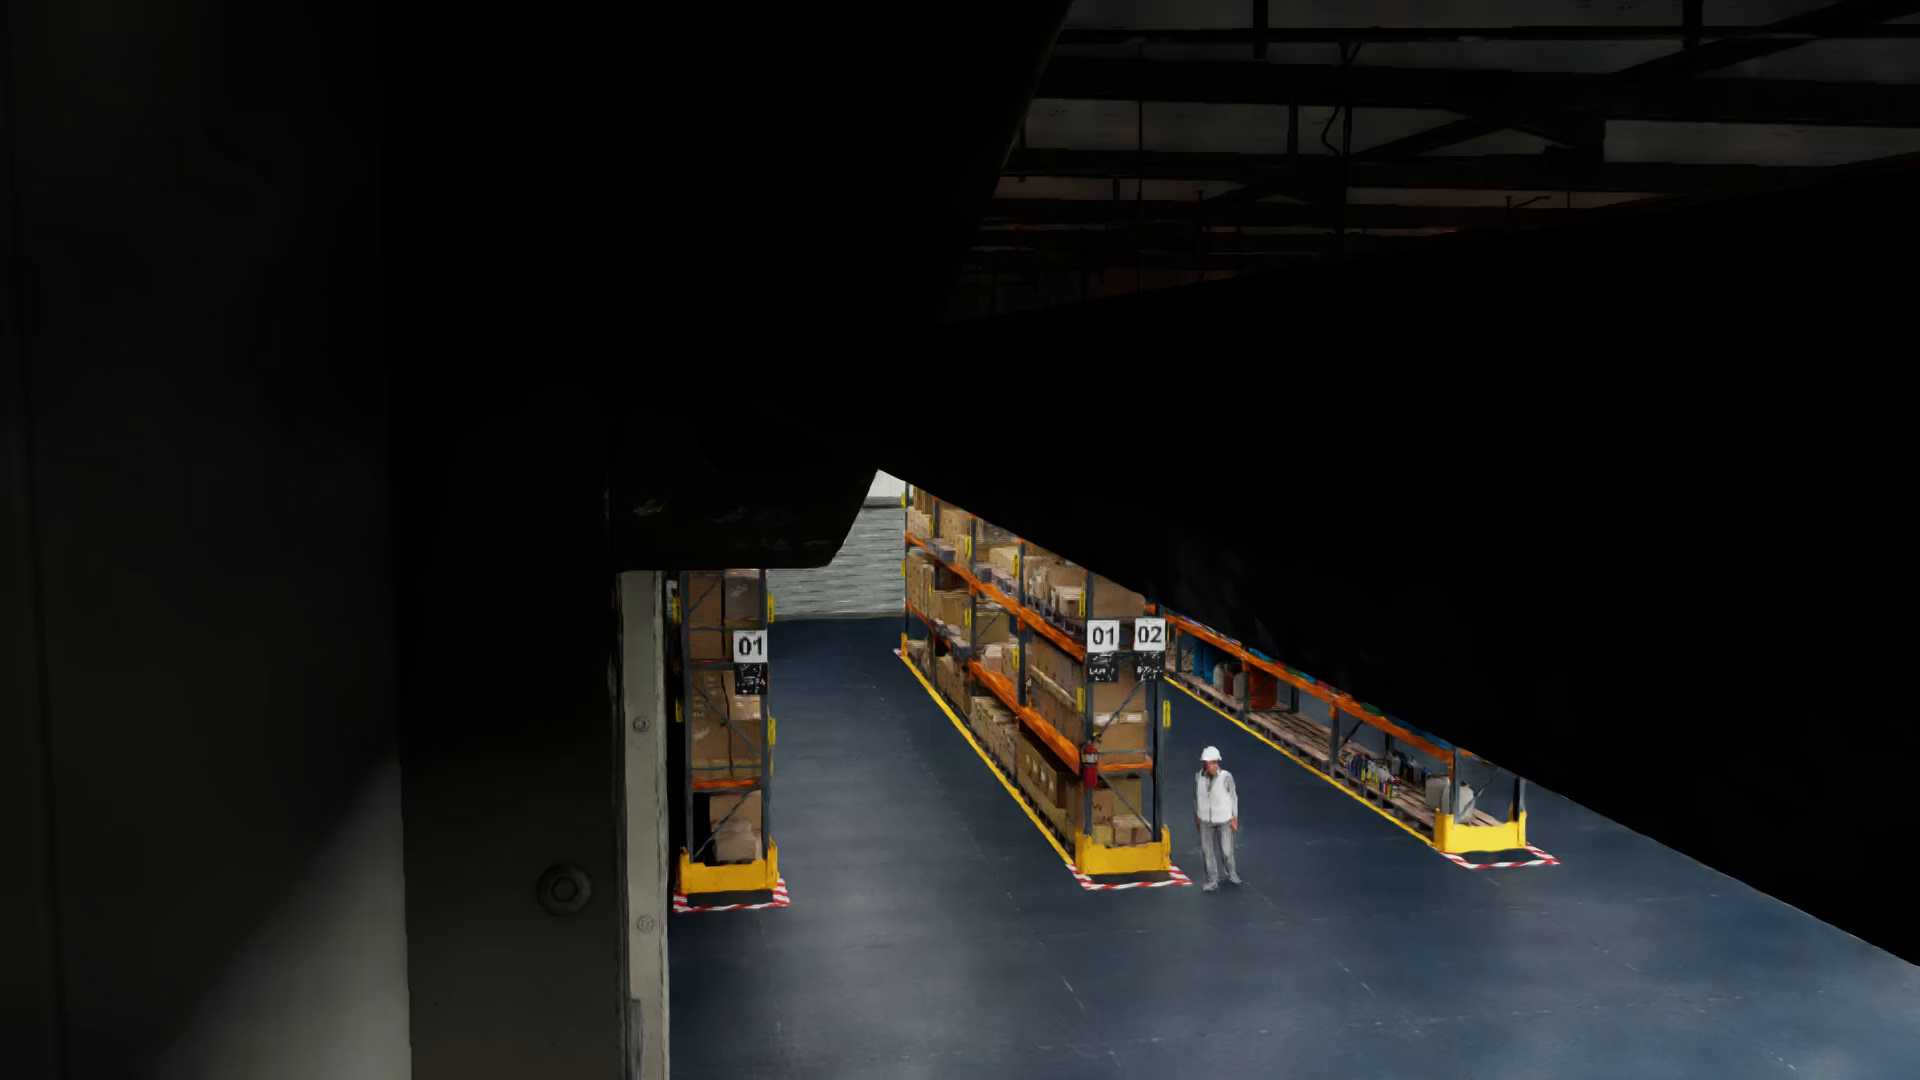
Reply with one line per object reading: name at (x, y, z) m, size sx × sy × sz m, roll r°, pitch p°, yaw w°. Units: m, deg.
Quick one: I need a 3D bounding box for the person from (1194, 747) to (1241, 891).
person at (3.126, 3.363, 20.231) m, size 0.574 × 1.762 × 0.568 m, roll 3°, pitch 7°, yaw 26°

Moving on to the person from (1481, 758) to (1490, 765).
person at (8.604, 2.741, 26.368) m, size 0.677 × 1.742 × 0.551 m, roll -1°, pitch 6°, yaw -10°
